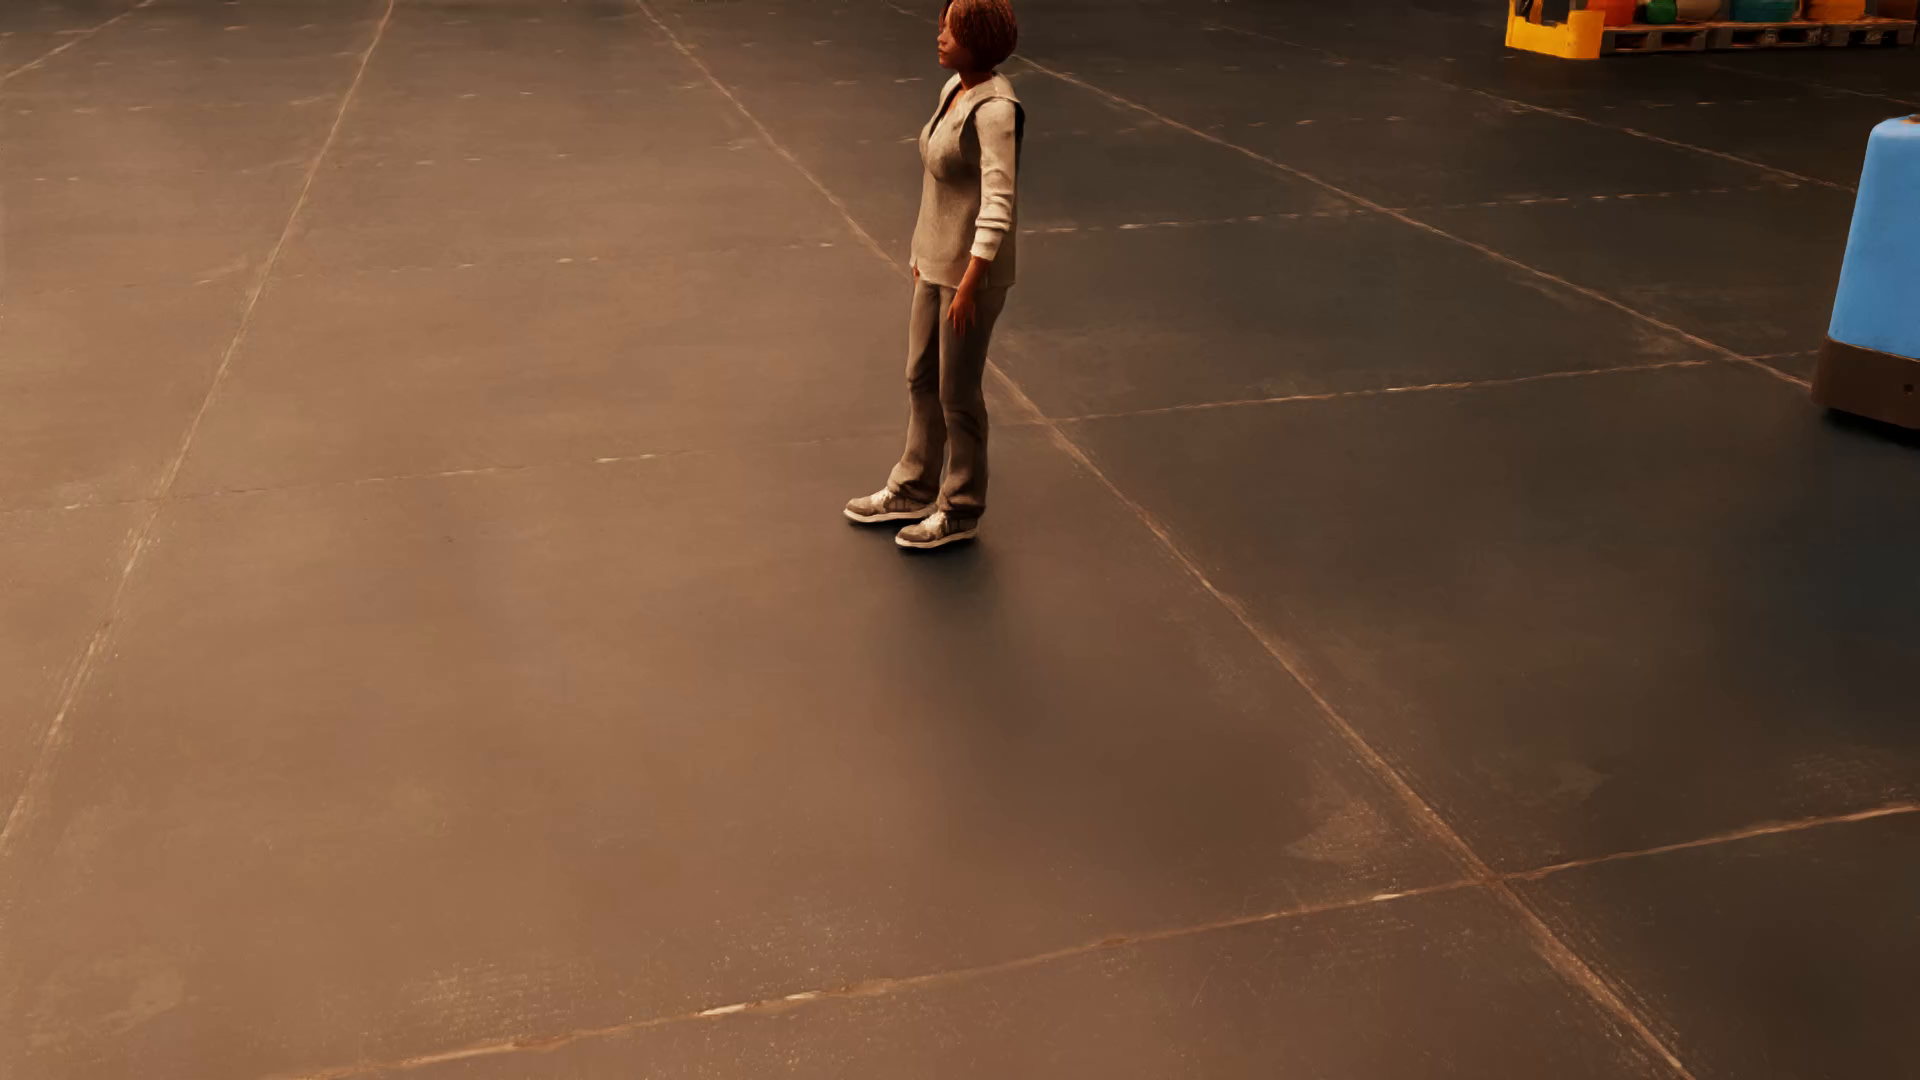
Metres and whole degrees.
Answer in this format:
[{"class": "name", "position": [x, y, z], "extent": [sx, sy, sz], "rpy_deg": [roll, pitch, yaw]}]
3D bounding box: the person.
[{"class": "person", "position": [-0.075, -0.739, 4.732], "extent": [0.474, 1.597, 0.521], "rpy_deg": [-6, 24, -14]}]

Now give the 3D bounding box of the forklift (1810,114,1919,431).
[{"class": "forklift", "position": [4.605, -1.971, 5.941], "extent": [3.031, 2.935, 1.130], "rpy_deg": [-15, 27, -32]}]
